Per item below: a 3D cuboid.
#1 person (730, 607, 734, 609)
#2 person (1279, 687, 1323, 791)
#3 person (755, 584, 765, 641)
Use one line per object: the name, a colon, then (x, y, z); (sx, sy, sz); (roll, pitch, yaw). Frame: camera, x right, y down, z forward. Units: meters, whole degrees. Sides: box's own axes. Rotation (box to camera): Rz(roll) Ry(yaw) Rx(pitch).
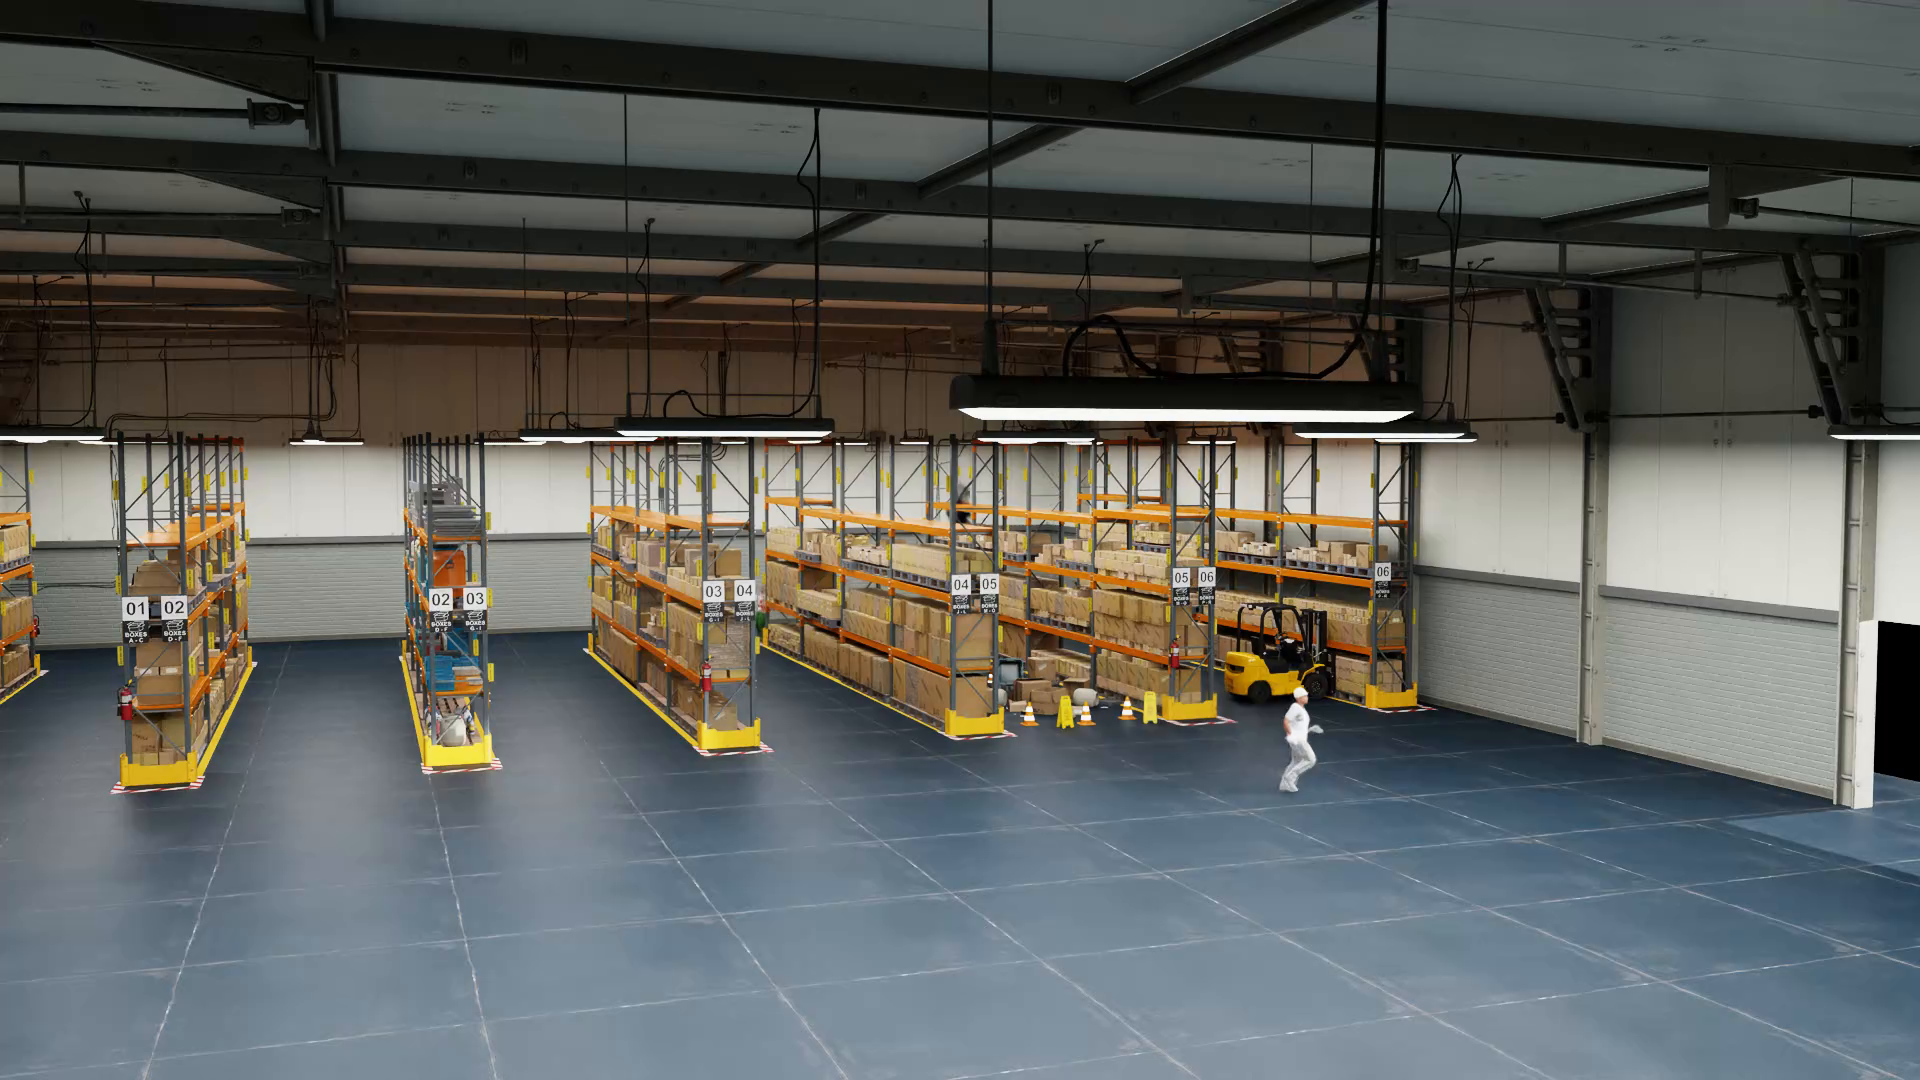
person: (-6.614, 2.226, 47.070); (0.765, 1.768, 1.027); (0, 3, -5)
person: (5.655, 3.311, 27.547); (0.697, 1.730, 0.674); (1, 3, 13)
person: (-5.865, 2.131, 49.048); (0.552, 1.732, 0.672); (-3, 4, -40)
